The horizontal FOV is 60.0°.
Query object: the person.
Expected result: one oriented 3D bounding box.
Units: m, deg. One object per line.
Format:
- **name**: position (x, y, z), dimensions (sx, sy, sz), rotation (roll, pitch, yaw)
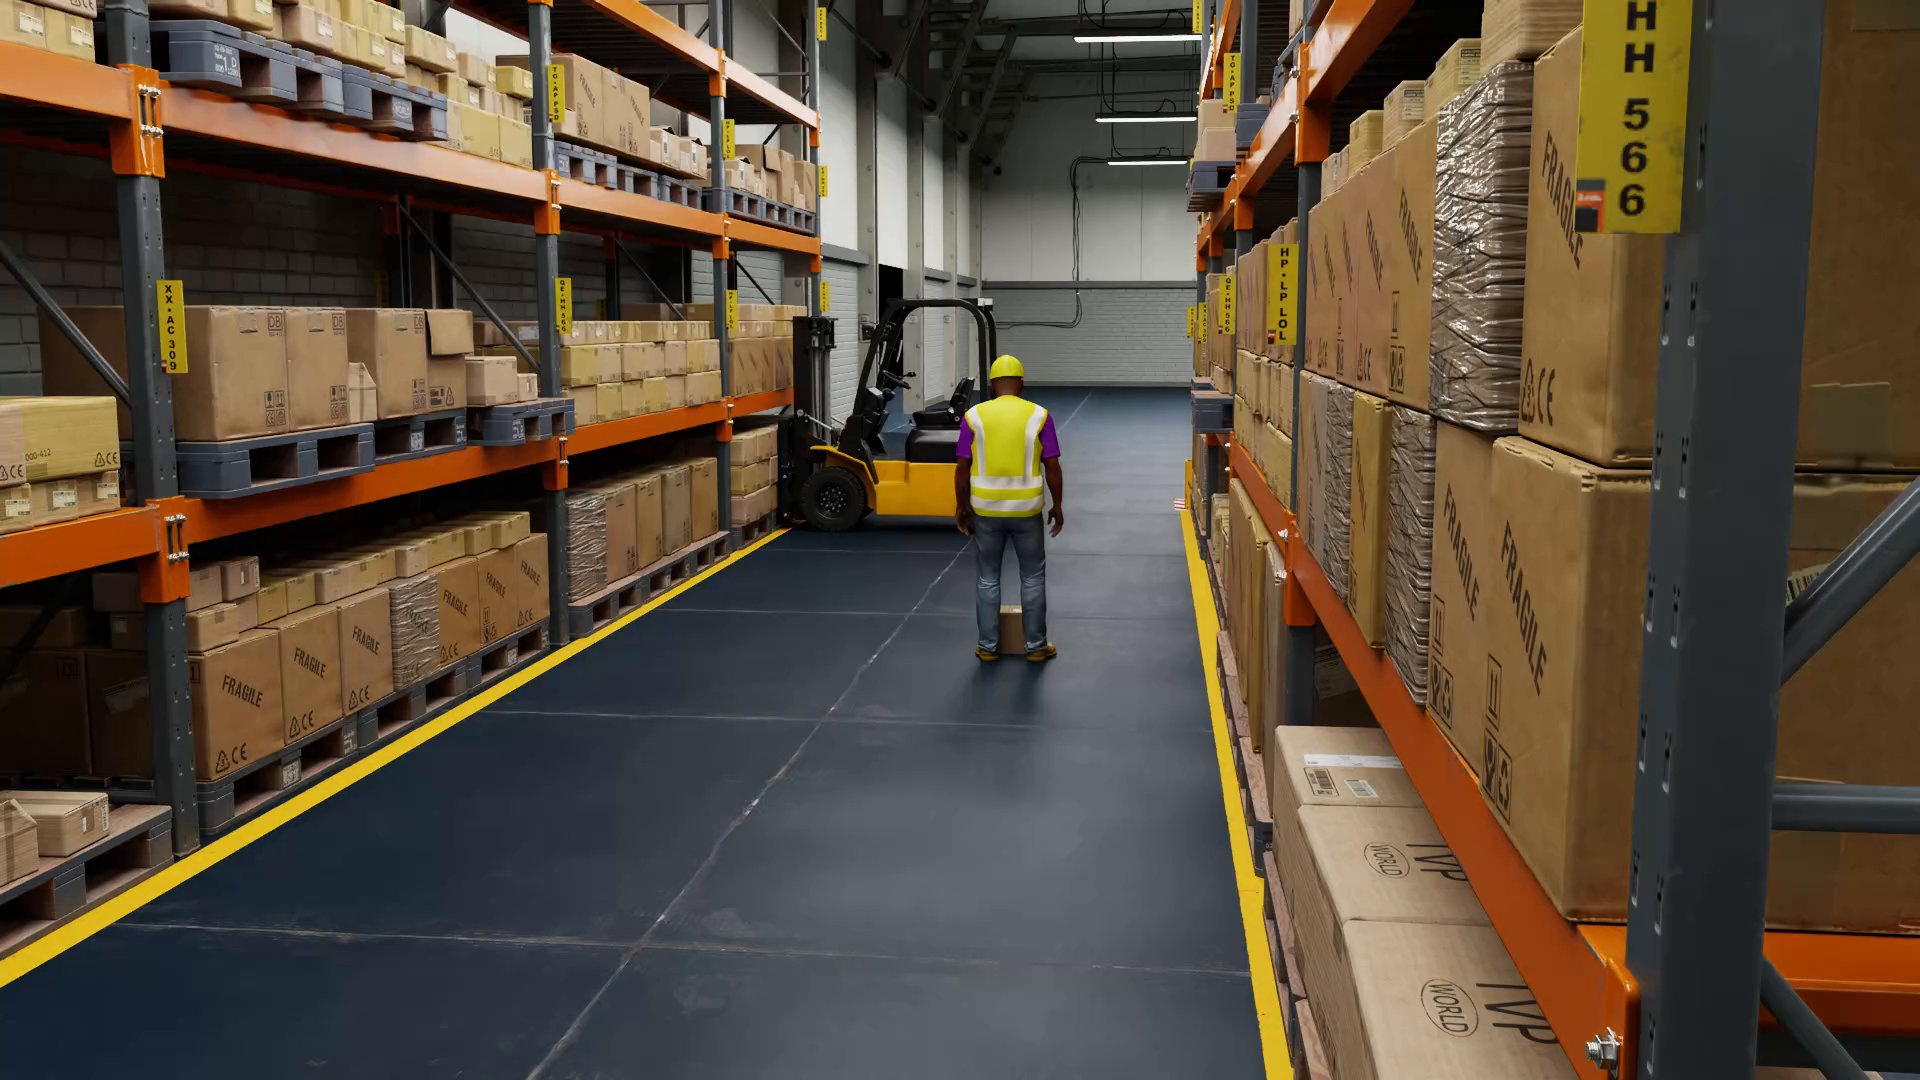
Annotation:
- **person**: position (0.285, -0.182, 9.598), dimensions (0.628, 1.760, 0.459), rotation (1, 8, 7)
